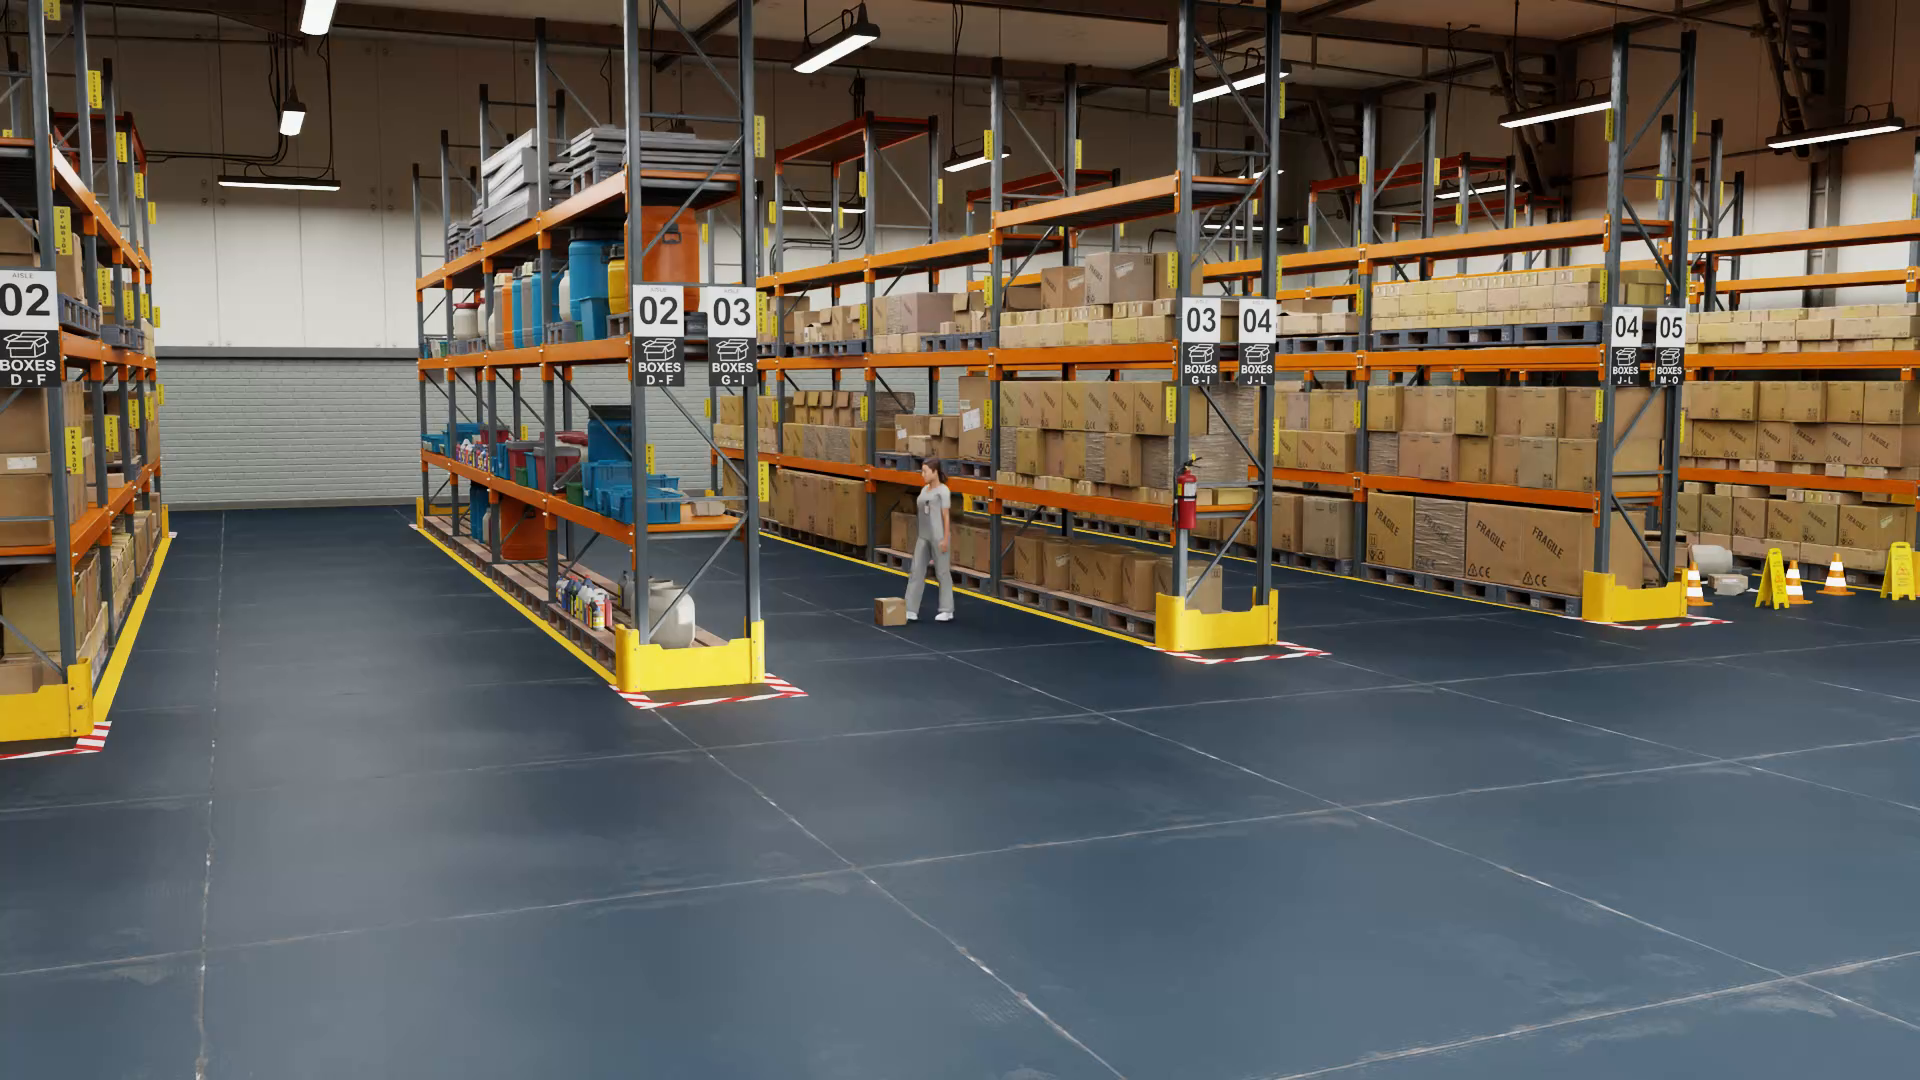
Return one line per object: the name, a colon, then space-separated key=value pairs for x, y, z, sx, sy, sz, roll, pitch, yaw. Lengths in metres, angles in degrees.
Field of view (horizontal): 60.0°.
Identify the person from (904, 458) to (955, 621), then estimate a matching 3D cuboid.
person: x=-0.338 y=0.000 z=16.899 sx=0.674 sy=1.666 sz=0.457 roll=-5 pitch=7 yaw=-43
